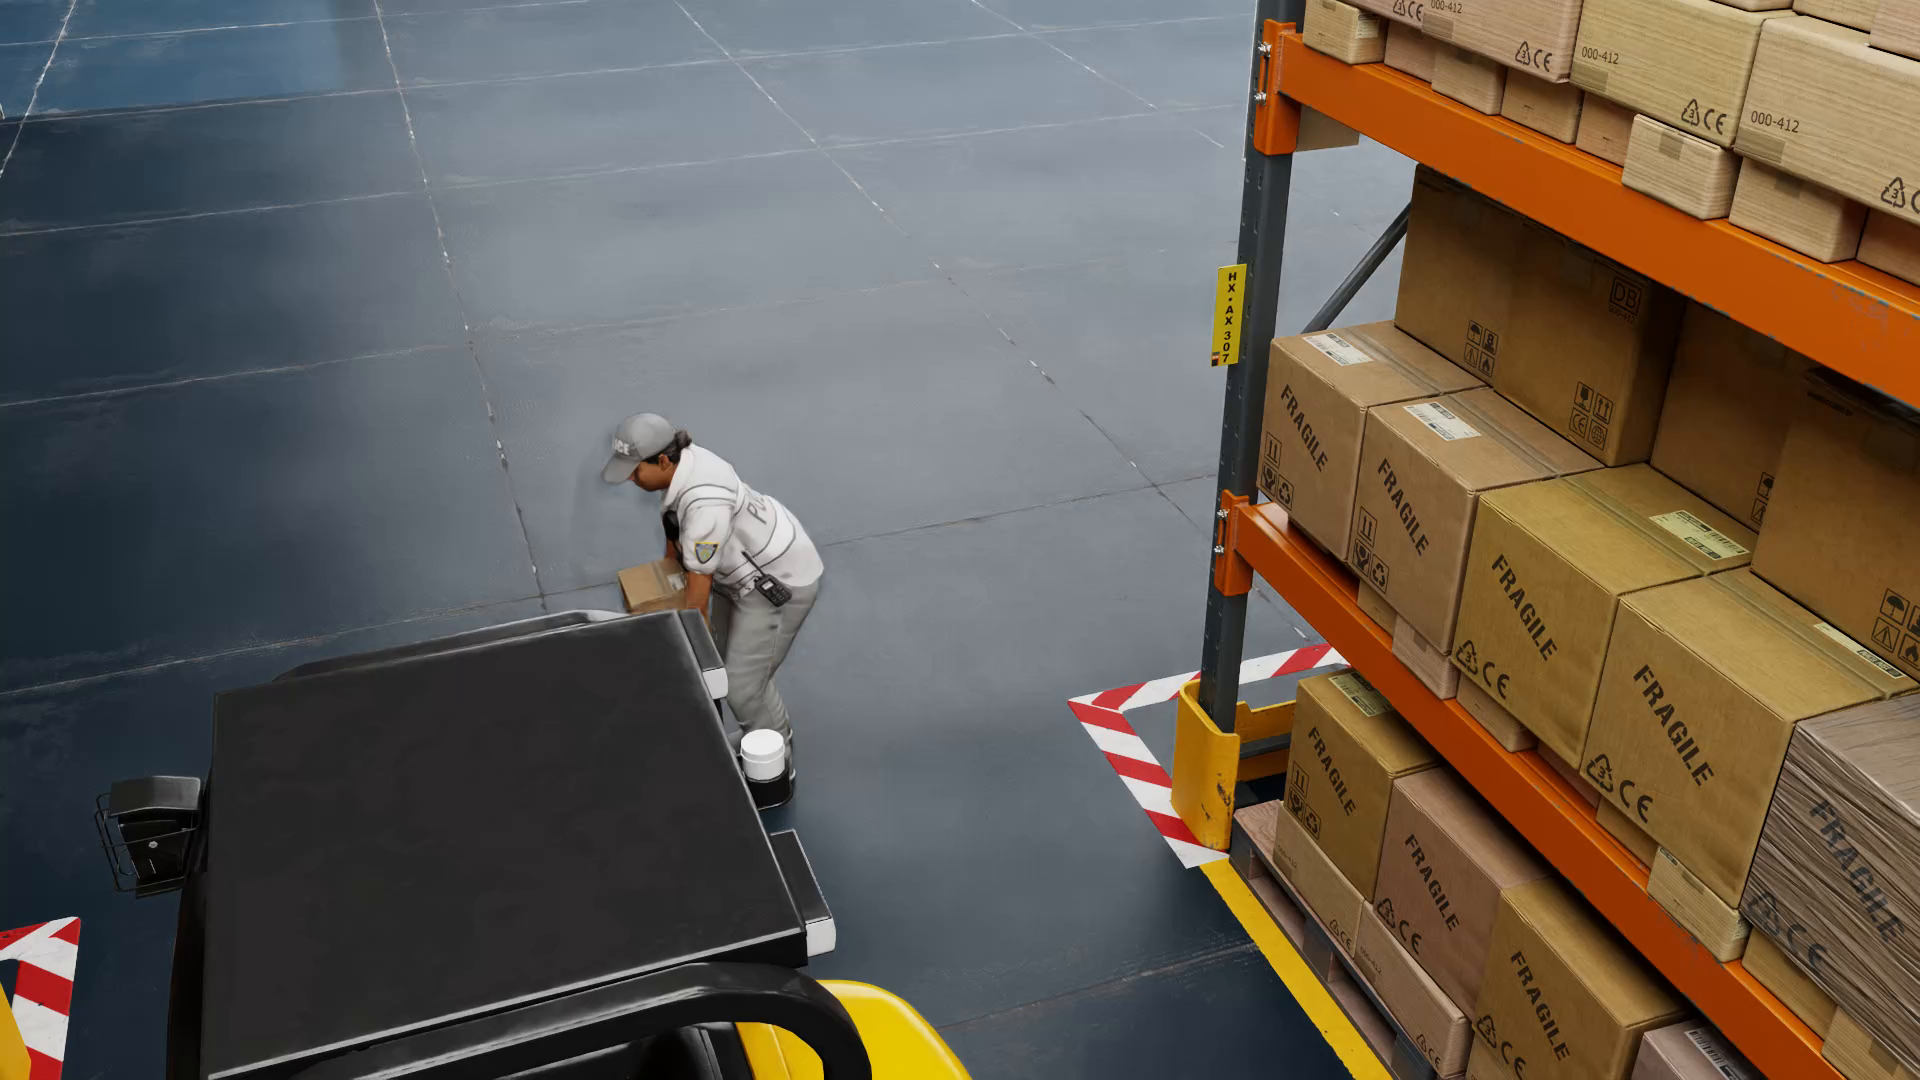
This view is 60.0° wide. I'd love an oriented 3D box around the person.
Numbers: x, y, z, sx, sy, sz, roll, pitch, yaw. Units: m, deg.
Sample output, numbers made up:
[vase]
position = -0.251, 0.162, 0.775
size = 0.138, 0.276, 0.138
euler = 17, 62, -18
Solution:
[person]
position = -0.851, 0.218, 5.887
size = 0.730, 1.536, 0.455
euler = -11, 32, -19
